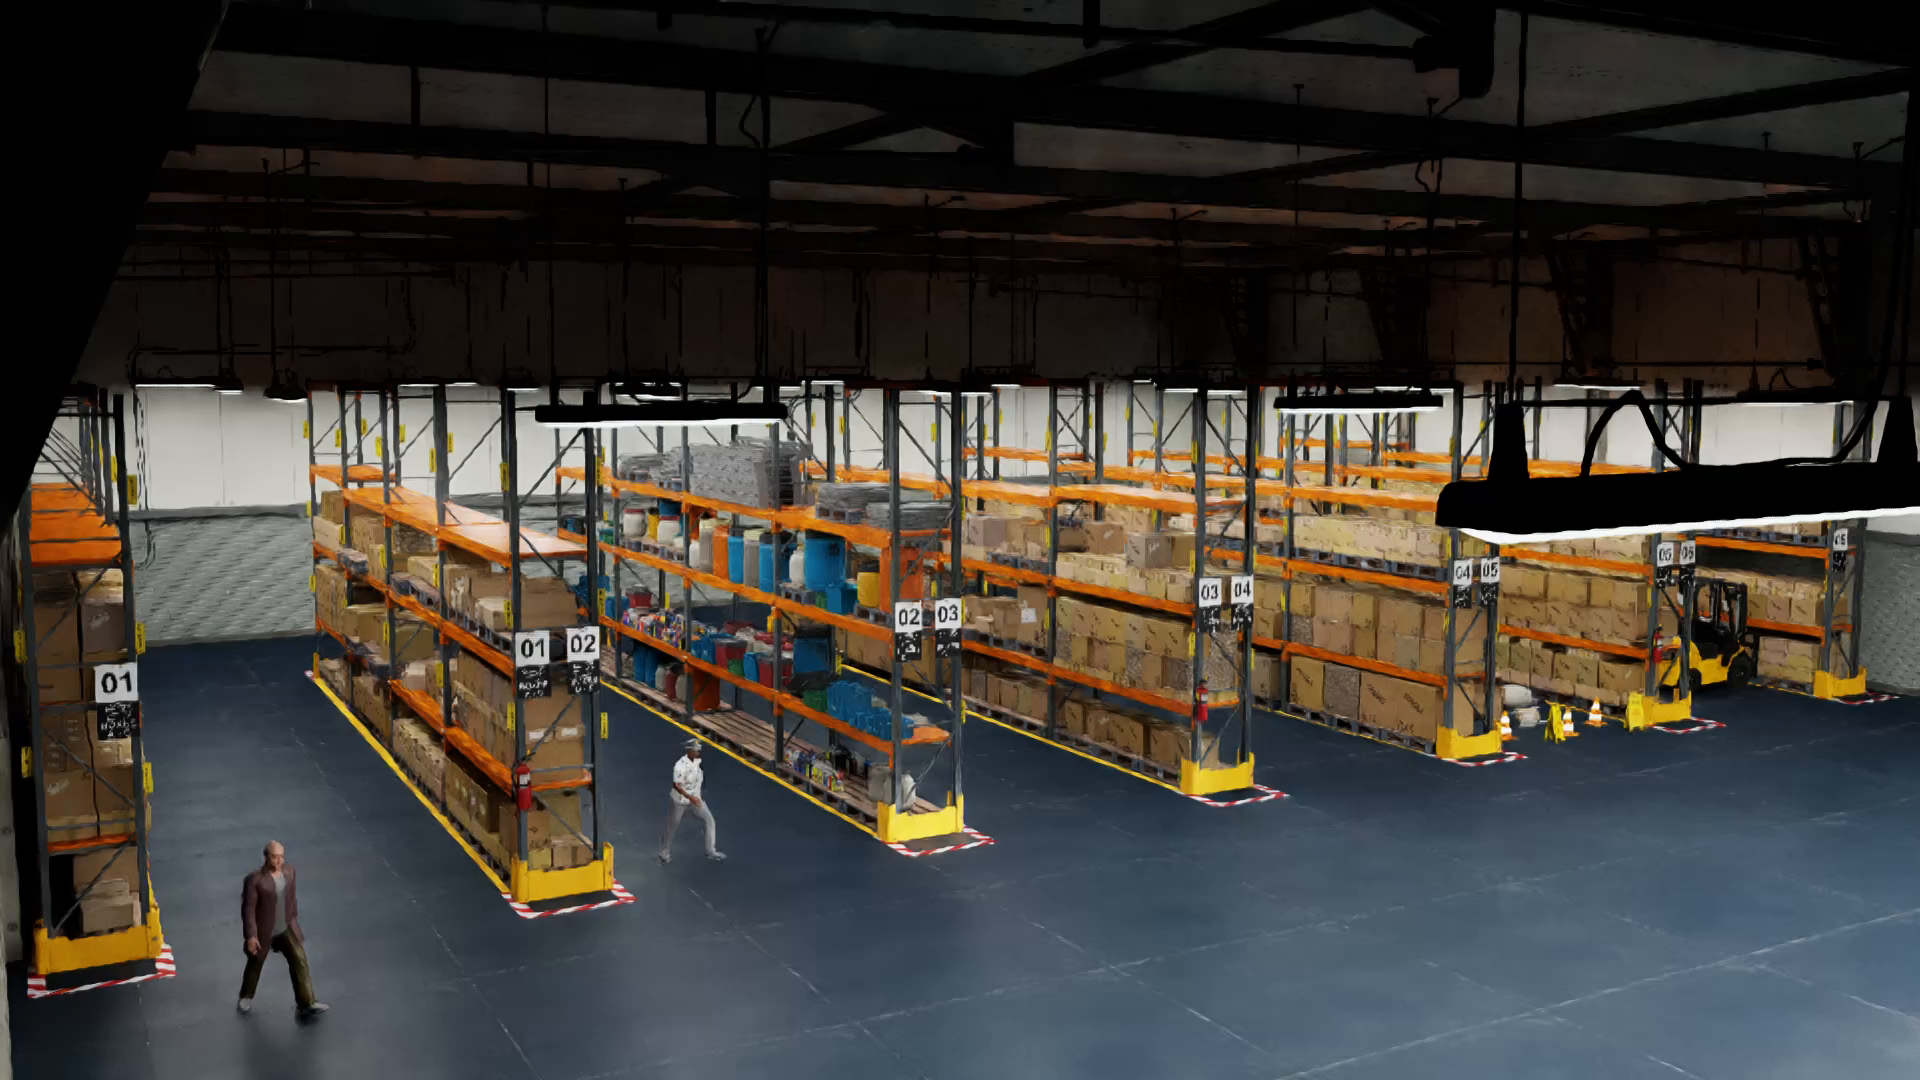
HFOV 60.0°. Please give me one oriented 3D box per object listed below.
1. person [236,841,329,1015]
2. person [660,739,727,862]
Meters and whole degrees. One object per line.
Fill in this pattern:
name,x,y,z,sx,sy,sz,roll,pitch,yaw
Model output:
person,-6.648,3.774,16.136,1.033,1.709,0.634,5,8,38
person,-3.446,3.283,21.104,0.782,1.613,0.622,5,8,40
